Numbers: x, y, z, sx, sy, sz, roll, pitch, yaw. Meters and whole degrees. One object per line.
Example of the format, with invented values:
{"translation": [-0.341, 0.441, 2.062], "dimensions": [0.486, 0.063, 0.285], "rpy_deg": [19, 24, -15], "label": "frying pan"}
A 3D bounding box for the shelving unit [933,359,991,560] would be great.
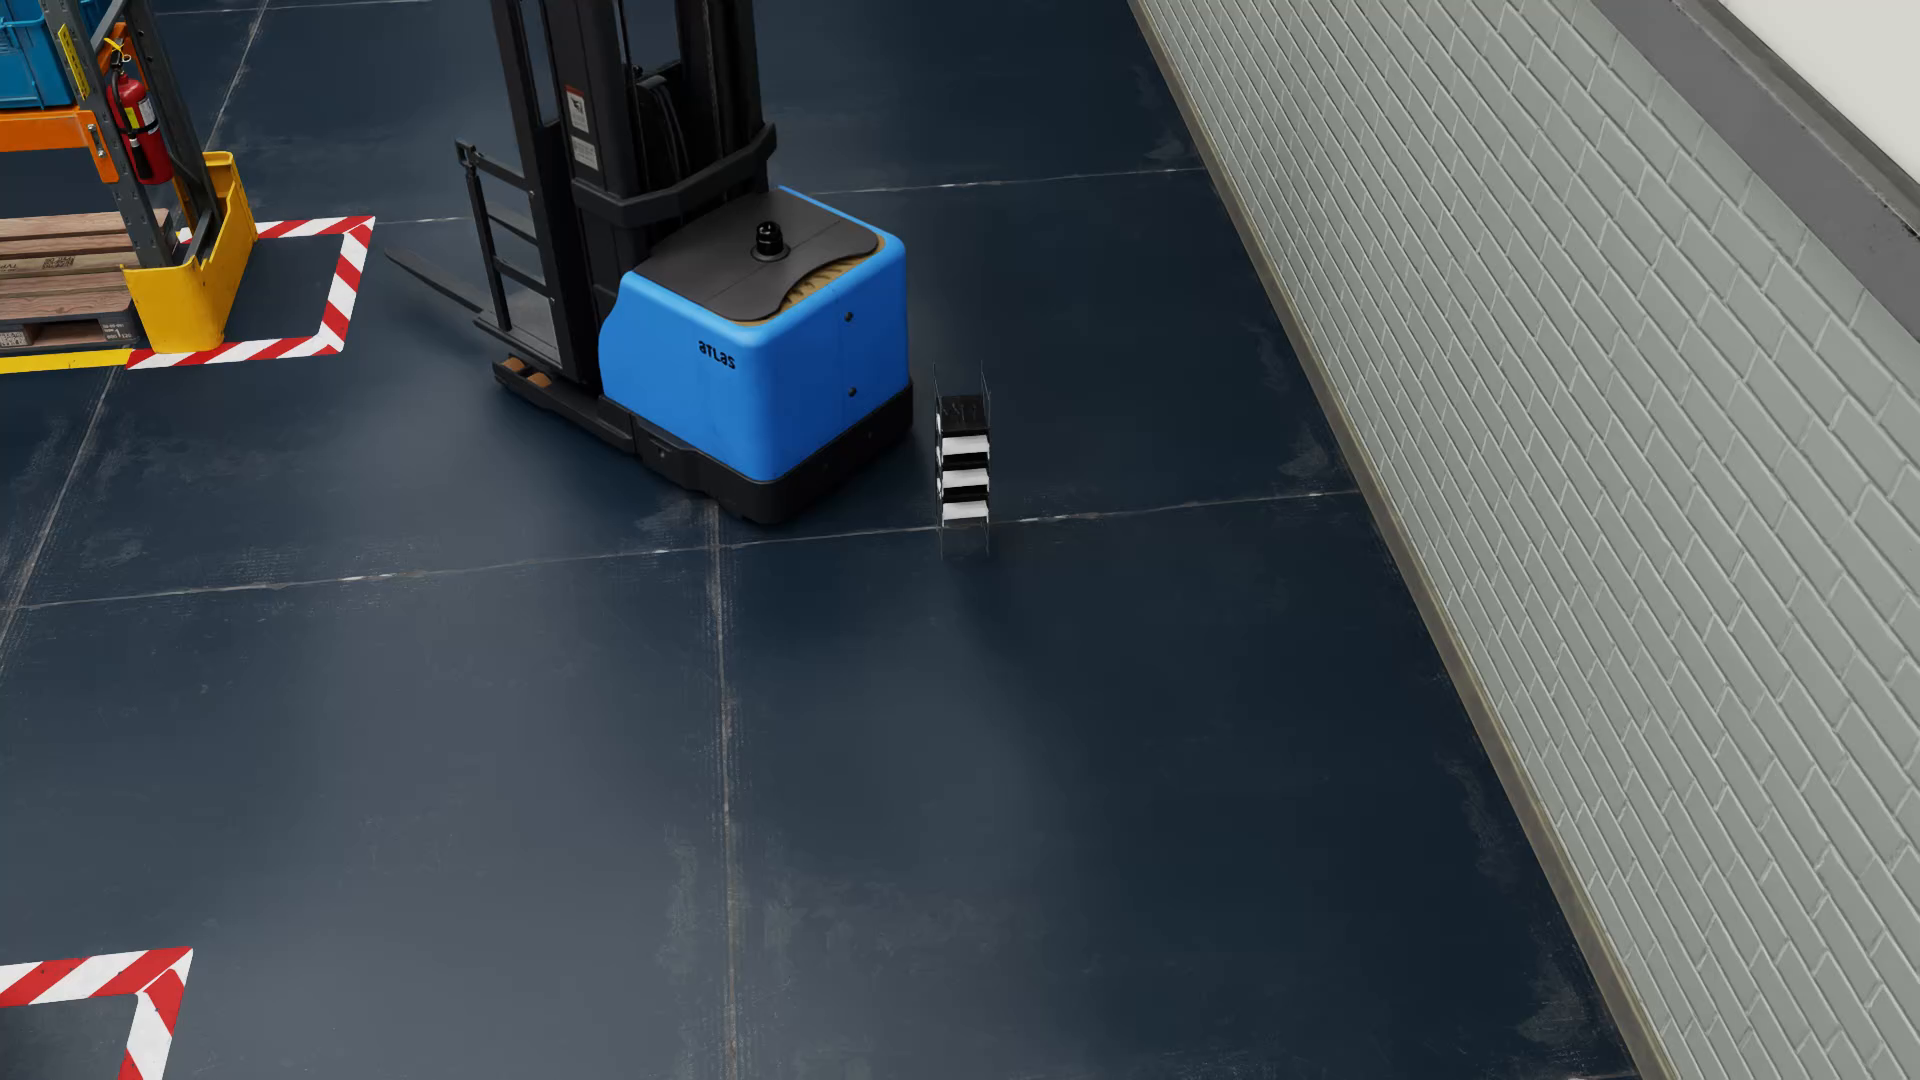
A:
{"translation": [0.008, -0.335, 7.165], "dimensions": [0.210, 0.900, 0.258], "rpy_deg": [-5, 42, -6], "label": "shelving unit"}

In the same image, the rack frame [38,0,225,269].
{"translation": [-4.074, -2.453, 7.945], "dimensions": [0.127, 3.000, 1.000], "rpy_deg": [-5, 42, -6], "label": "rack frame"}

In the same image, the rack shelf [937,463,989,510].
{"translation": [0.008, -0.243, 7.247], "dimensions": [0.200, 0.077, 0.258], "rpy_deg": [-5, 42, -6], "label": "rack shelf"}

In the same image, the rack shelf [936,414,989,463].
{"translation": [0.008, -0.444, 7.066], "dimensions": [0.200, 0.077, 0.258], "rpy_deg": [-5, 42, -6], "label": "rack shelf"}

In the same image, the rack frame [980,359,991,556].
{"translation": [0.109, -0.344, 7.174], "dimensions": [0.006, 0.900, 0.240], "rpy_deg": [-5, 42, -6], "label": "rack frame"}

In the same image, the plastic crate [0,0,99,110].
{"translation": [-4.382, -2.335, 7.743], "dimensions": [0.499, 0.435, 0.616], "rpy_deg": [-5, 42, -6], "label": "plastic crate"}

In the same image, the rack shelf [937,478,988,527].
{"translation": [0.008, -0.176, 7.307], "dimensions": [0.200, 0.077, 0.258], "rpy_deg": [-5, 42, -6], "label": "rack shelf"}

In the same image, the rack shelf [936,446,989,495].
{"translation": [0.008, -0.310, 7.187], "dimensions": [0.200, 0.077, 0.258], "rpy_deg": [-5, 42, -6], "label": "rack shelf"}

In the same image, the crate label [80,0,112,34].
{"translation": [-4.361, -2.610, 8.199], "dimensions": [0.303, 0.233, 0.416], "rpy_deg": [-5, 42, -6], "label": "crate label"}

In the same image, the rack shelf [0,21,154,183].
{"translation": [-6.057, -2.012, 7.993], "dimensions": [4.000, 0.370, 1.077], "rpy_deg": [-5, 42, -6], "label": "rack shelf"}

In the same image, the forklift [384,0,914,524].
{"translation": [-1.683, -1.990, 7.483], "dimensions": [3.031, 2.935, 1.130], "rpy_deg": [29, 49, 28], "label": "forklift"}

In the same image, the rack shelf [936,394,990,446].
{"translation": [0.008, -0.511, 7.006], "dimensions": [0.200, 0.077, 0.258], "rpy_deg": [-5, 42, -6], "label": "rack shelf"}

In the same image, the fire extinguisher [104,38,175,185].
{"translation": [-3.865, -1.997, 7.776], "dimensions": [0.183, 0.674, 0.296], "rpy_deg": [-5, 42, -6], "label": "fire extinguisher"}

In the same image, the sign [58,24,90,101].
{"translation": [-3.986, -2.149, 7.487], "dimensions": [0.005, 0.325, 0.100], "rpy_deg": [-5, 42, -6], "label": "sign"}

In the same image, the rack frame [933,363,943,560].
{"translation": [-0.093, -0.326, 7.155], "dimensions": [0.006, 0.900, 0.240], "rpy_deg": [-5, 42, -6], "label": "rack frame"}

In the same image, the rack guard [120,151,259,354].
{"translation": [-4.052, -1.535, 8.794], "dimensions": [0.348, 0.500, 1.175], "rpy_deg": [-5, 42, -6], "label": "rack guard"}

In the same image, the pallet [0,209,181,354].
{"translation": [-4.897, -1.371, 8.828], "dimensions": [1.213, 0.211, 1.003], "rpy_deg": [-5, 42, -6], "label": "pallet"}

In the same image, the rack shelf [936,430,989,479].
{"translation": [0.008, -0.377, 7.127], "dimensions": [0.200, 0.077, 0.258], "rpy_deg": [-5, 42, -6], "label": "rack shelf"}
